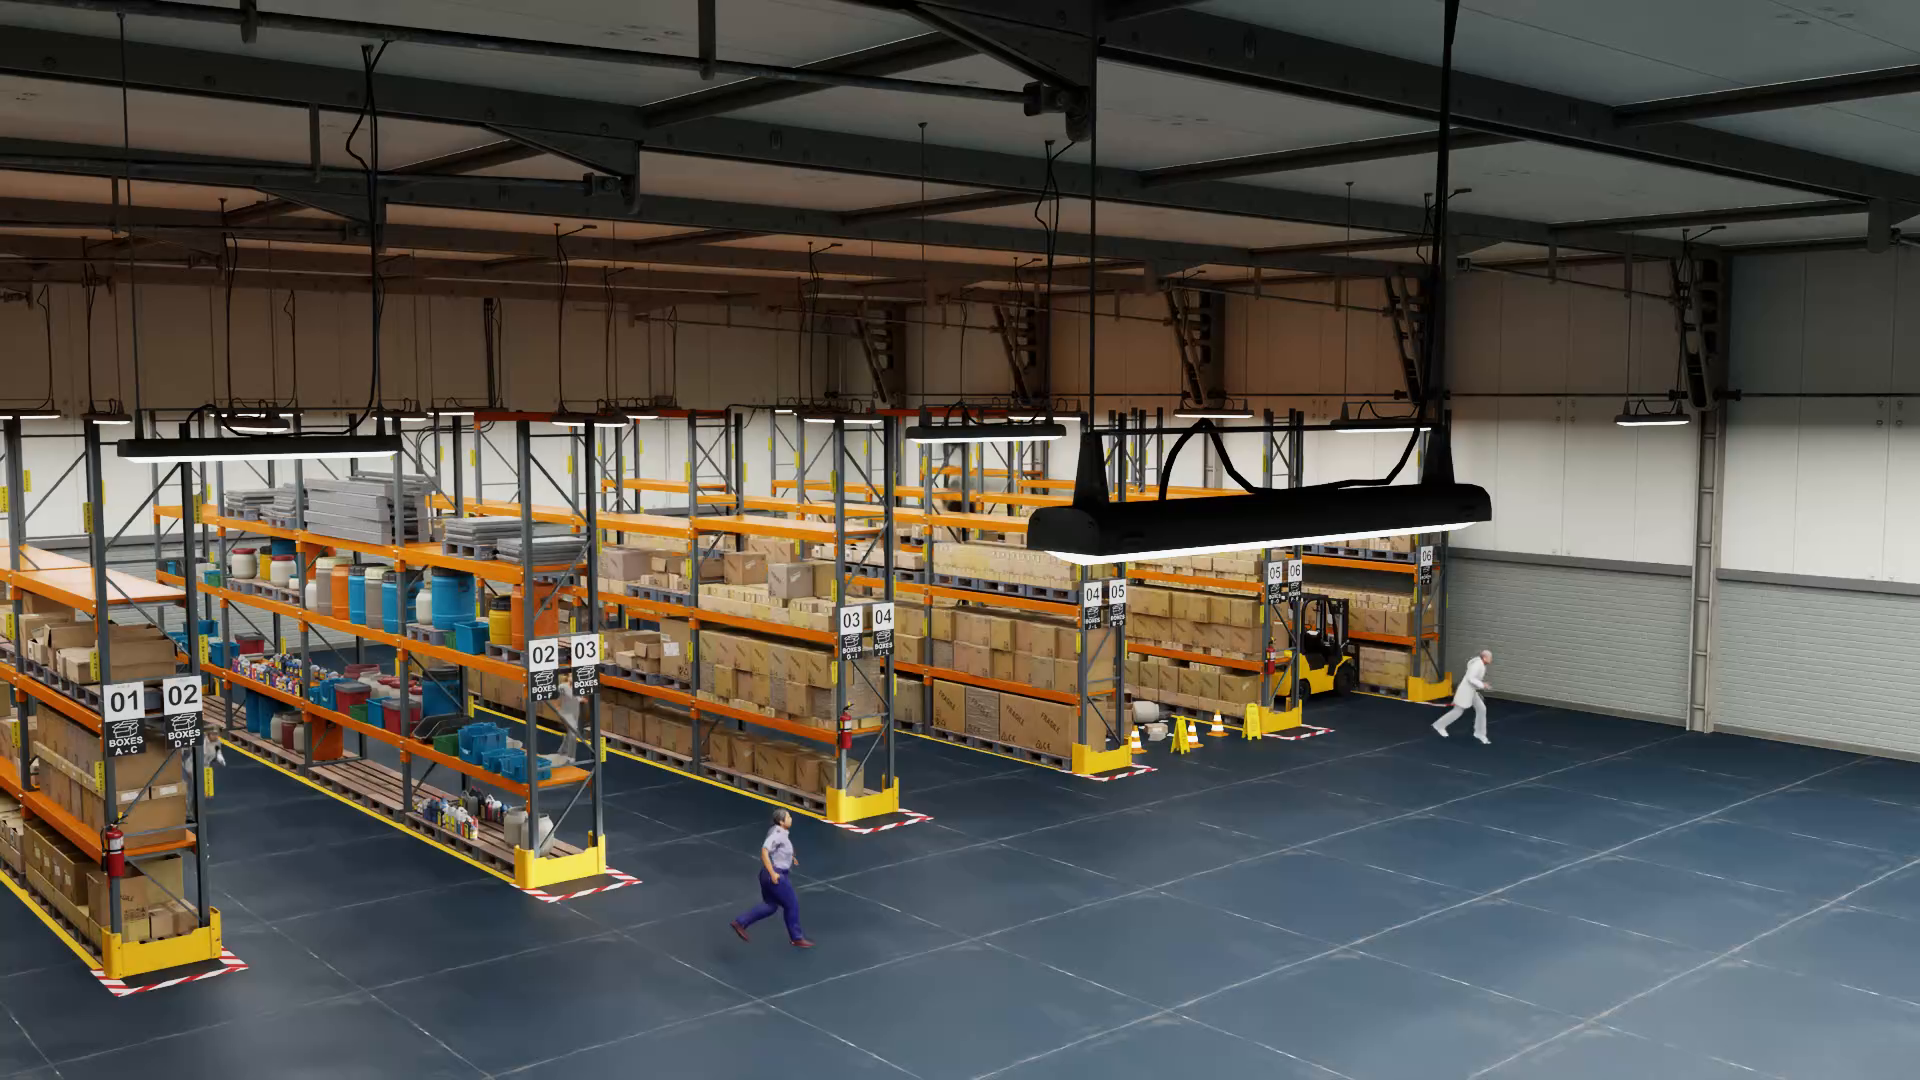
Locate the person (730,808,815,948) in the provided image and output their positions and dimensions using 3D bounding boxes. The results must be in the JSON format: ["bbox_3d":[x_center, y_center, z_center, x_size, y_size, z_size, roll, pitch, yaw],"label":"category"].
[{"bbox_3d":[-2.133,3.863,18.907,0.962,1.649,0.629,-1,5,-13],"label":"person"}]

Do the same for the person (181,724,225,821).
[{"bbox_3d":[-11.188,3.438,24.481,0.820,1.496,0.644,2,6,25],"label":"person"}]

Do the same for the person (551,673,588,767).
[{"bbox_3d":[-6.654,3.026,28.361,0.765,1.693,0.564,4,7,41],"label":"person"}]

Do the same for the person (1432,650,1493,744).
[{"bbox_3d":[9.181,2.847,30.353,1.064,1.742,0.755,2,6,26],"label":"person"}]

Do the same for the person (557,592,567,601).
[{"bbox_3d":[-9.398,2.030,39.101,0.696,1.782,0.843,-1,5,-6],"label":"person"}]
